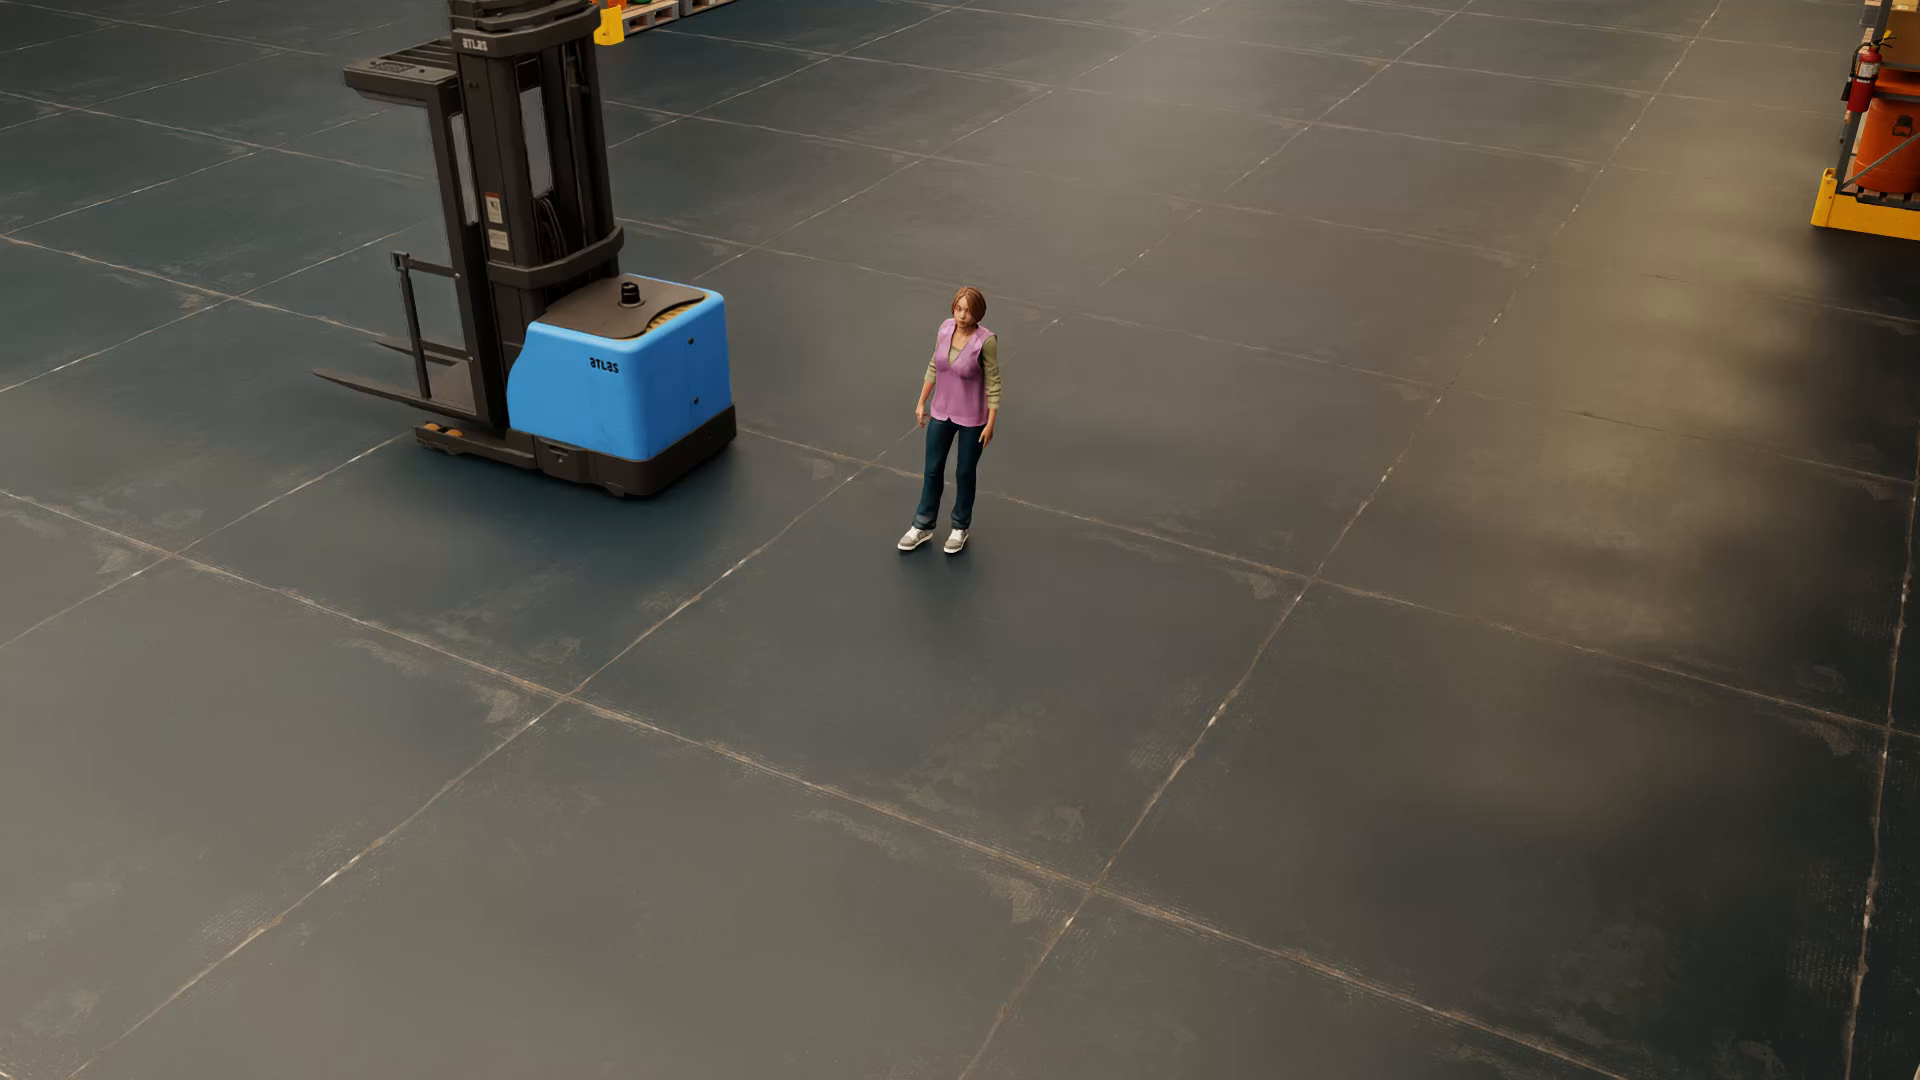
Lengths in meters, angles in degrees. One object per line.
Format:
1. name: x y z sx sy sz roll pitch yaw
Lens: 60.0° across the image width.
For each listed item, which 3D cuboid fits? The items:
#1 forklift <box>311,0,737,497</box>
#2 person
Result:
1. forklift: -3.032 -2.047 10.618 3.031 2.935 1.130 15 33 24
2. person: -0.049 -0.669 9.549 0.520 1.599 0.473 15 33 25
